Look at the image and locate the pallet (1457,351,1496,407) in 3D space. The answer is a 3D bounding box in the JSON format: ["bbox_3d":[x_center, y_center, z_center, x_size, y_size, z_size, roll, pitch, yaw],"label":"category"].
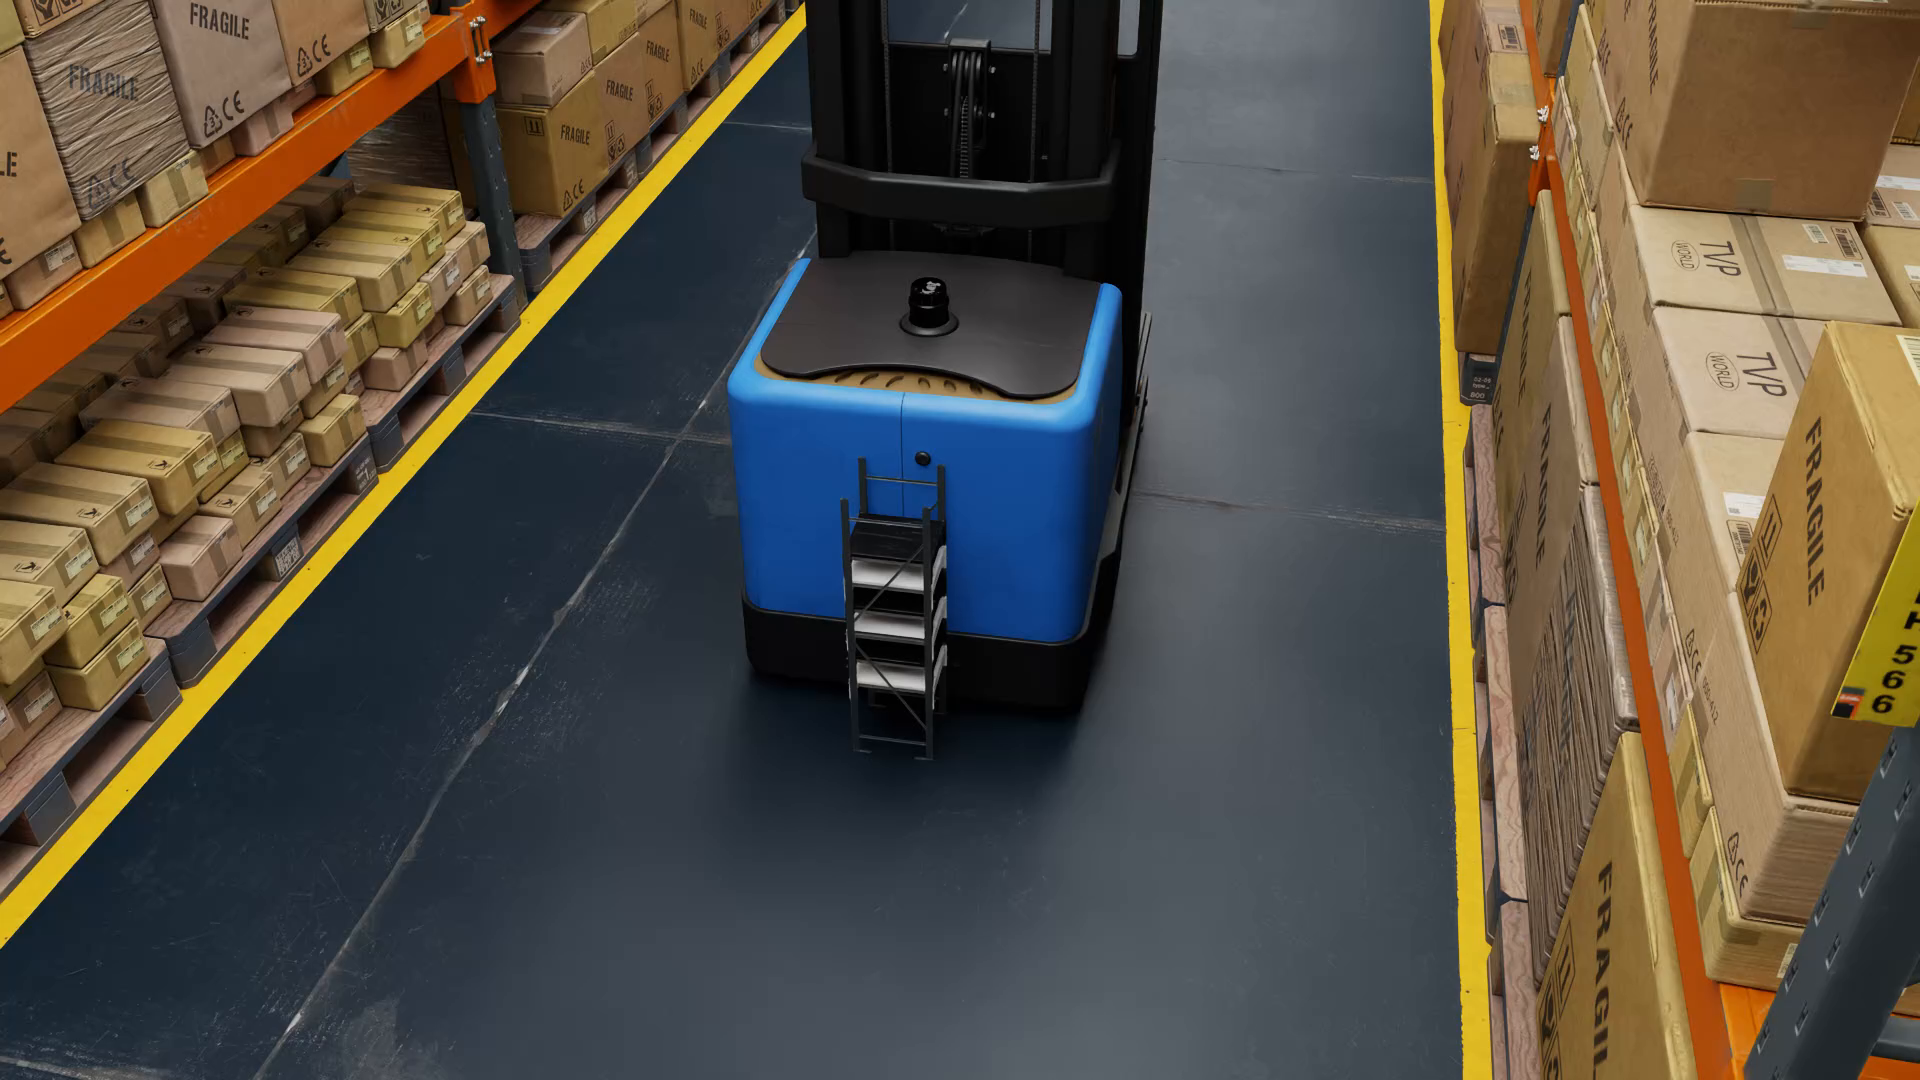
[{"bbox_3d":[2.564,-0.890,6.798,1.003,0.211,1.213,7,37,10],"label":"pallet"}]

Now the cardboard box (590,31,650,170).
[{"bbox_3d":[-1.823,-2.099,7.862,0.500,0.500,0.500,9,37,12],"label":"cardboard box"}]

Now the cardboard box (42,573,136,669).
[{"bbox_3d":[-2.602,0.207,4.726,0.380,0.149,0.250,8,37,11],"label":"cardboard box"}]

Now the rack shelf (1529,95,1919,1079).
[{"bbox_3d":[2.046,-0.130,3.986,1.077,0.370,4.000,7,37,10],"label":"rack shelf"}]

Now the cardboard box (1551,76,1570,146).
[{"bbox_3d":[2.085,-1.338,5.254,0.380,0.149,0.250,7,37,10],"label":"cardboard box"}]

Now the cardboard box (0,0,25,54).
[{"bbox_3d":[-2.616,-1.329,3.837,0.500,0.500,0.500,7,36,9],"label":"cardboard box"}]

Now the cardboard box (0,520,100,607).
[{"bbox_3d":[-2.669,0.078,4.651,0.380,0.149,0.250,6,36,8],"label":"cardboard box"}]

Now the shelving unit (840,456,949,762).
[{"bbox_3d":[-0.177,0.210,4.694,0.258,0.900,0.210,6,36,8],"label":"shelving unit"}]

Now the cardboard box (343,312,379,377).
[{"bbox_3d":[-2.343,-0.719,6.004,0.380,0.149,0.250,8,37,10],"label":"cardboard box"}]

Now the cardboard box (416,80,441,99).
[{"bbox_3d":[-2.439,-2.167,7.318,0.500,0.250,0.500,6,36,9],"label":"cardboard box"}]

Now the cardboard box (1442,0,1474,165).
[{"bbox_3d":[2.962,-2.267,7.775,1.225,0.875,0.875,7,37,10],"label":"cardboard box"}]

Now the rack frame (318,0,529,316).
[{"bbox_3d":[-2.351,-2.247,6.294,1.000,3.000,0.127,7,37,10],"label":"rack frame"}]

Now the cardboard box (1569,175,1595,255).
[{"bbox_3d":[1.919,-0.885,4.629,0.380,0.149,0.250,6,36,9],"label":"cardboard box"}]

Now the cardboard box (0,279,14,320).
[{"bbox_3d":[-2.689,-0.614,4.255,0.380,0.149,0.250,7,37,10],"label":"cardboard box"}]

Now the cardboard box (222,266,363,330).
[{"bbox_3d":[-2.366,-0.833,5.908,0.380,0.149,0.250,8,37,11],"label":"cardboard box"}]

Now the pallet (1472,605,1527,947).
[{"bbox_3d":[1.976,0.689,4.619,1.003,0.211,1.213,7,37,10],"label":"pallet"}]

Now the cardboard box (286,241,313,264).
[{"bbox_3d":[-2.707,-1.059,6.473,0.380,0.149,0.250,8,37,10],"label":"cardboard box"}]

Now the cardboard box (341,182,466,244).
[{"bbox_3d":[-2.173,-1.267,6.507,0.380,0.149,0.250,8,37,11],"label":"cardboard box"}]

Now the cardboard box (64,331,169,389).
[{"bbox_3d":[-2.895,-0.576,5.553,0.380,0.149,0.250,6,36,8],"label":"cardboard box"}]

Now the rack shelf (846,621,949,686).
[{"bbox_3d":[-0.177,0.310,4.766,0.258,0.077,0.200,6,36,8],"label":"rack shelf"}]

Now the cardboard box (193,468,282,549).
[{"bbox_3d":[-2.463,-0.118,5.429,0.380,0.149,0.250,7,37,10],"label":"cardboard box"}]

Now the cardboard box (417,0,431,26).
[{"bbox_3d":[-2.183,-1.952,6.102,0.380,0.149,0.250,7,37,9],"label":"cardboard box"}]

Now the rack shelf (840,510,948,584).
[{"bbox_3d":[-0.177,0.018,4.555,0.258,0.077,0.200,6,36,8],"label":"rack shelf"}]

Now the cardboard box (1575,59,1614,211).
[{"bbox_3d":[2.006,-1.106,4.595,0.500,0.250,0.500,7,37,10],"label":"cardboard box"}]

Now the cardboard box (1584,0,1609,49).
[{"bbox_3d":[2.121,-1.688,4.759,0.500,0.500,0.500,7,37,10],"label":"cardboard box"}]

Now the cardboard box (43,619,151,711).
[{"bbox_3d":[-2.597,0.334,4.805,0.380,0.149,0.250,8,37,11],"label":"cardboard box"}]

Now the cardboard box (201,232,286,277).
[{"bbox_3d":[-2.750,-1.031,6.180,0.380,0.149,0.250,7,36,9],"label":"cardboard box"}]

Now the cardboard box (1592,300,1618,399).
[{"bbox_3d":[1.753,-0.444,4.021,0.380,0.149,0.250,6,36,9],"label":"cardboard box"}]

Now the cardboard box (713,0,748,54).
[{"bbox_3d":[-1.496,-2.991,9.093,0.500,0.500,0.500,9,37,12],"label":"cardboard box"}]

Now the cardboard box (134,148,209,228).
[{"bbox_3d":[-2.447,-1.047,4.853,0.380,0.149,0.250,8,37,11],"label":"cardboard box"}]

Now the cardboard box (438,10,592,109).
[{"bbox_3d":[-1.935,-2.099,7.223,0.500,0.250,0.500,6,36,8],"label":"cardboard box"}]

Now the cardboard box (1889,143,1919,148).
[{"bbox_3d":[2.527,-1.044,4.509,0.500,0.250,0.500,8,37,11],"label":"cardboard box"}]

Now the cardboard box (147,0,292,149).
[{"bbox_3d":[-2.398,-1.513,4.943,0.500,0.500,0.500,7,37,10],"label":"cardboard box"}]

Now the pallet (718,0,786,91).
[{"bbox_3d":[-1.665,-2.963,9.659,1.003,0.211,1.213,7,37,10],"label":"pallet"}]

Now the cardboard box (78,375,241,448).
[{"bbox_3d":[-2.540,-0.381,5.285,0.380,0.149,0.250,7,37,10],"label":"cardboard box"}]

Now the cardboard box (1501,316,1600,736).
[{"bbox_3d":[2.062,0.007,4.637,0.875,0.875,0.875,7,37,10],"label":"cardboard box"}]

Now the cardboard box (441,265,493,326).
[{"bbox_3d":[-2.102,-0.995,6.639,0.380,0.149,0.250,8,37,11],"label":"cardboard box"}]

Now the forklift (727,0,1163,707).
[{"bbox_3d":[0.113,-1.550,5.391,1.130,2.935,3.031,6,36,8],"label":"forklift"}]

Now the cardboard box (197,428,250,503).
[{"bbox_3d":[-2.554,-0.271,5.386,0.380,0.149,0.250,9,37,12],"label":"cardboard box"}]

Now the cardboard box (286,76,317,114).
[{"bbox_3d":[-2.369,-1.506,5.486,0.380,0.149,0.250,6,36,9],"label":"cardboard box"}]

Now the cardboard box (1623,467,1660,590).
[{"bbox_3d":[1.590,-0.004,3.413,0.380,0.149,0.250,7,36,9],"label":"cardboard box"}]

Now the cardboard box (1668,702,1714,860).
[{"bbox_3d":[1.427,0.433,2.811,0.380,0.149,0.250,8,37,10],"label":"cardboard box"}]

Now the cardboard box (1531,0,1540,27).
[{"bbox_3d":[2.418,-2.193,6.135,0.500,0.500,0.500,8,37,11],"label":"cardboard box"}]

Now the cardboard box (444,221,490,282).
[{"bbox_3d":[-2.108,-1.163,6.616,0.380,0.149,0.250,8,37,11],"label":"cardboard box"}]

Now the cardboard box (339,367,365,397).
[{"bbox_3d":[-2.407,-0.561,6.040,0.380,0.149,0.250,6,36,9],"label":"cardboard box"}]

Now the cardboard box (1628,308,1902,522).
[{"bbox_3d":[1.680,-0.228,3.382,0.500,0.250,0.500,6,36,8],"label":"cardboard box"}]

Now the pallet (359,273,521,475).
[{"bbox_3d":[-2.460,-0.729,6.575,1.003,0.211,1.213,7,37,10],"label":"pallet"}]

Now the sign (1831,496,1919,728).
[{"bbox_3d":[1.091,0.085,1.888,0.100,0.325,0.005,7,37,10],"label":"sign"}]

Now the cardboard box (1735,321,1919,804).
[{"bbox_3d":[1.466,0.050,2.360,0.500,0.500,0.500,8,37,11],"label":"cardboard box"}]
